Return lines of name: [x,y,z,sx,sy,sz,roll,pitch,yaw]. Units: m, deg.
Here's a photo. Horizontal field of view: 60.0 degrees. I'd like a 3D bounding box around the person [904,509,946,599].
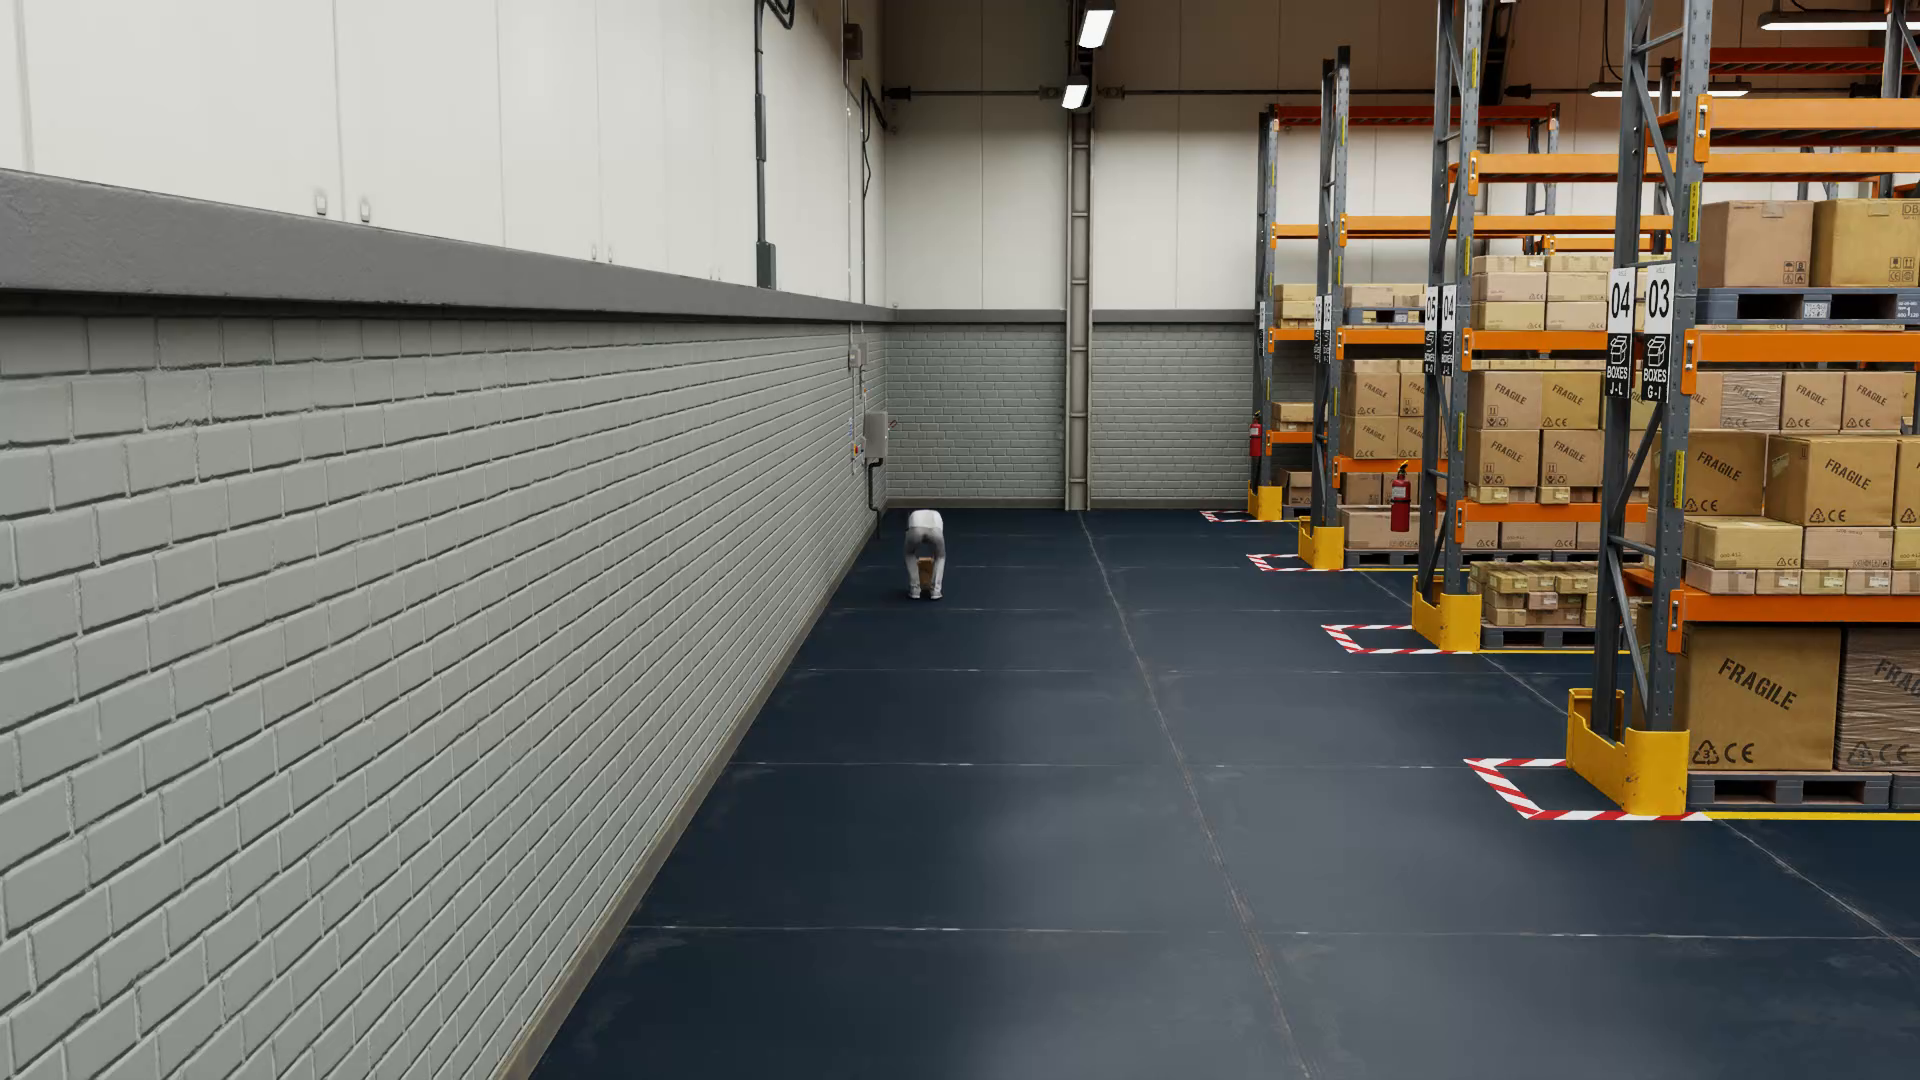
person: [-0.373,0.126,17.608,0.437,0.947,0.891,0,7,-2]
